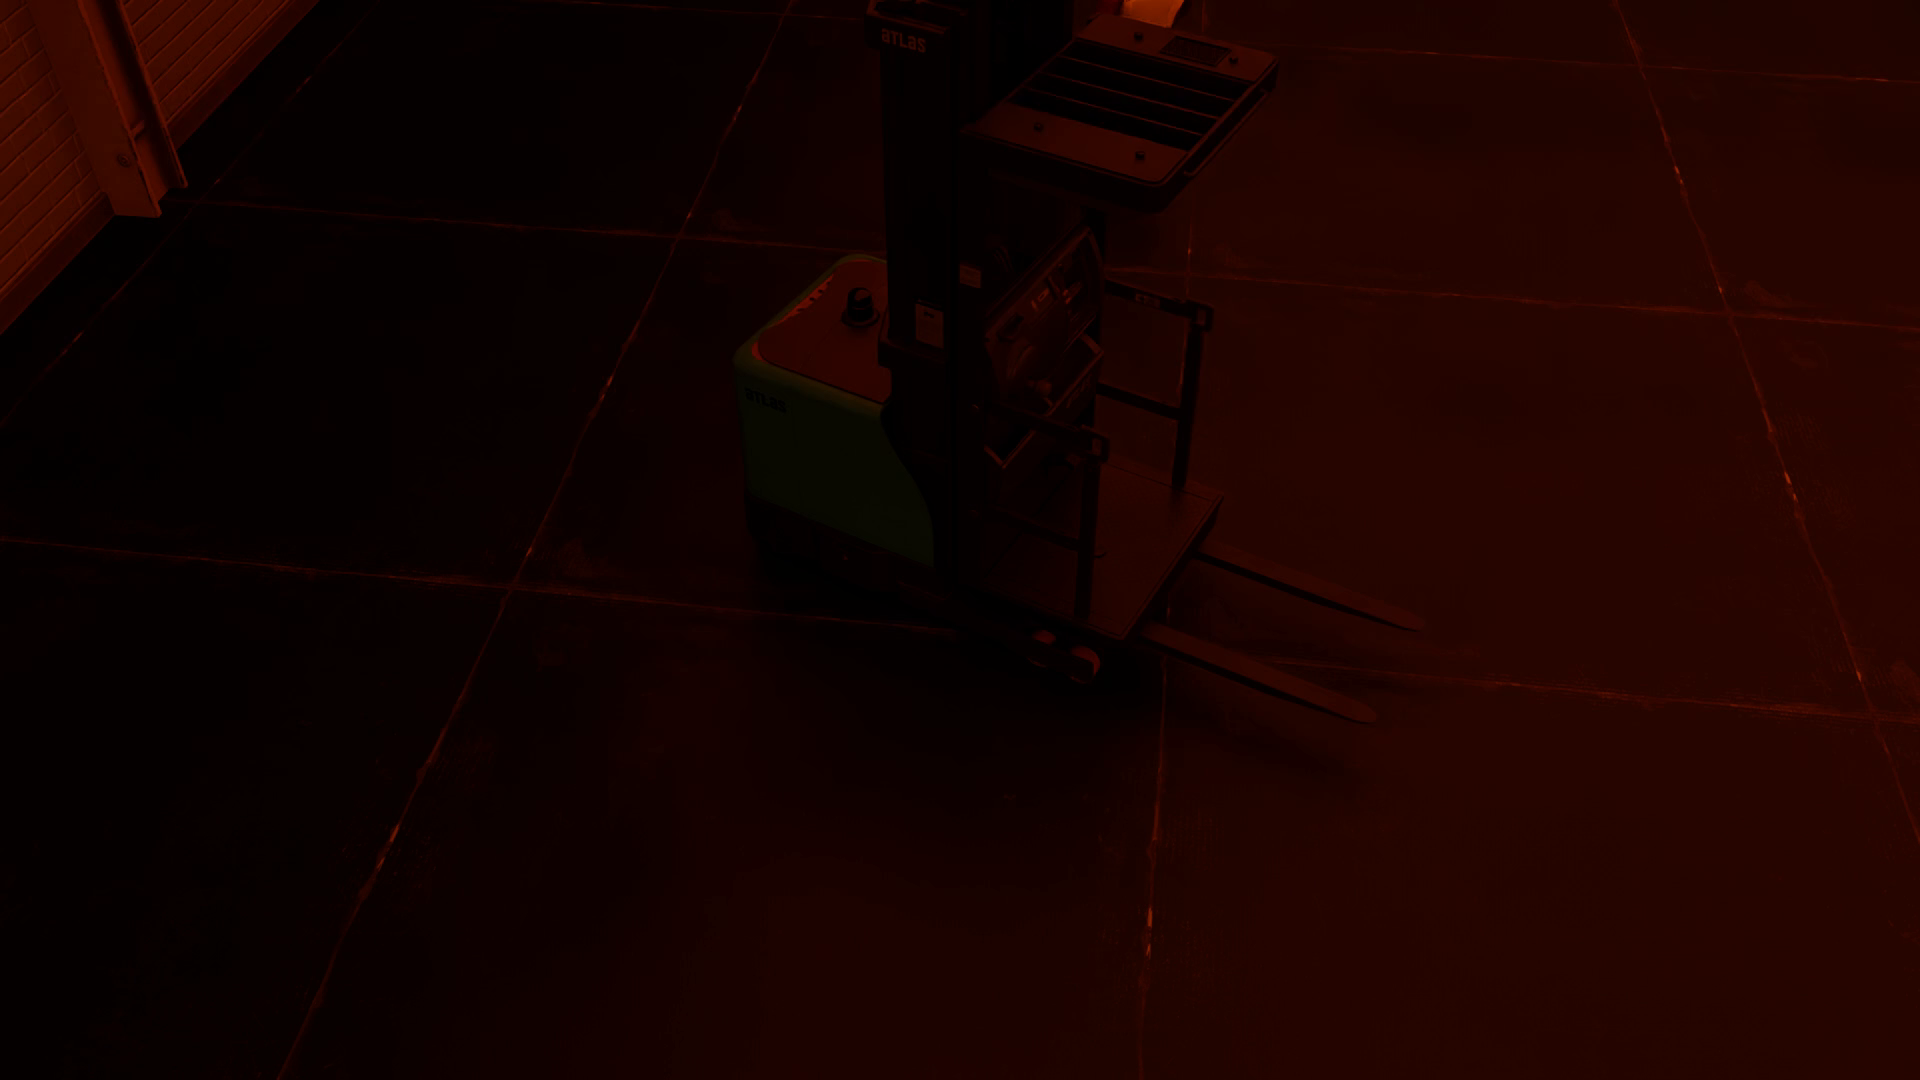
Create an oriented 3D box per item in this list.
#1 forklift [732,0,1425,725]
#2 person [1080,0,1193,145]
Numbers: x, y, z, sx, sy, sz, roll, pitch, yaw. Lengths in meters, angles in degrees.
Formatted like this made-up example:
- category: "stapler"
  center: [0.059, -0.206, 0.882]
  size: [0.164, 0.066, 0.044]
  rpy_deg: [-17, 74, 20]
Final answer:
- category: "forklift"
  center: [0.529, -0.874, 6.675]
  size: [3.031, 2.935, 1.130]
  rpy_deg: [21, 47, 22]
- category: "person"
  center: [0.980, -2.822, 9.705]
  size: [0.729, 1.709, 0.625]
  rpy_deg: [-6, 43, -6]
